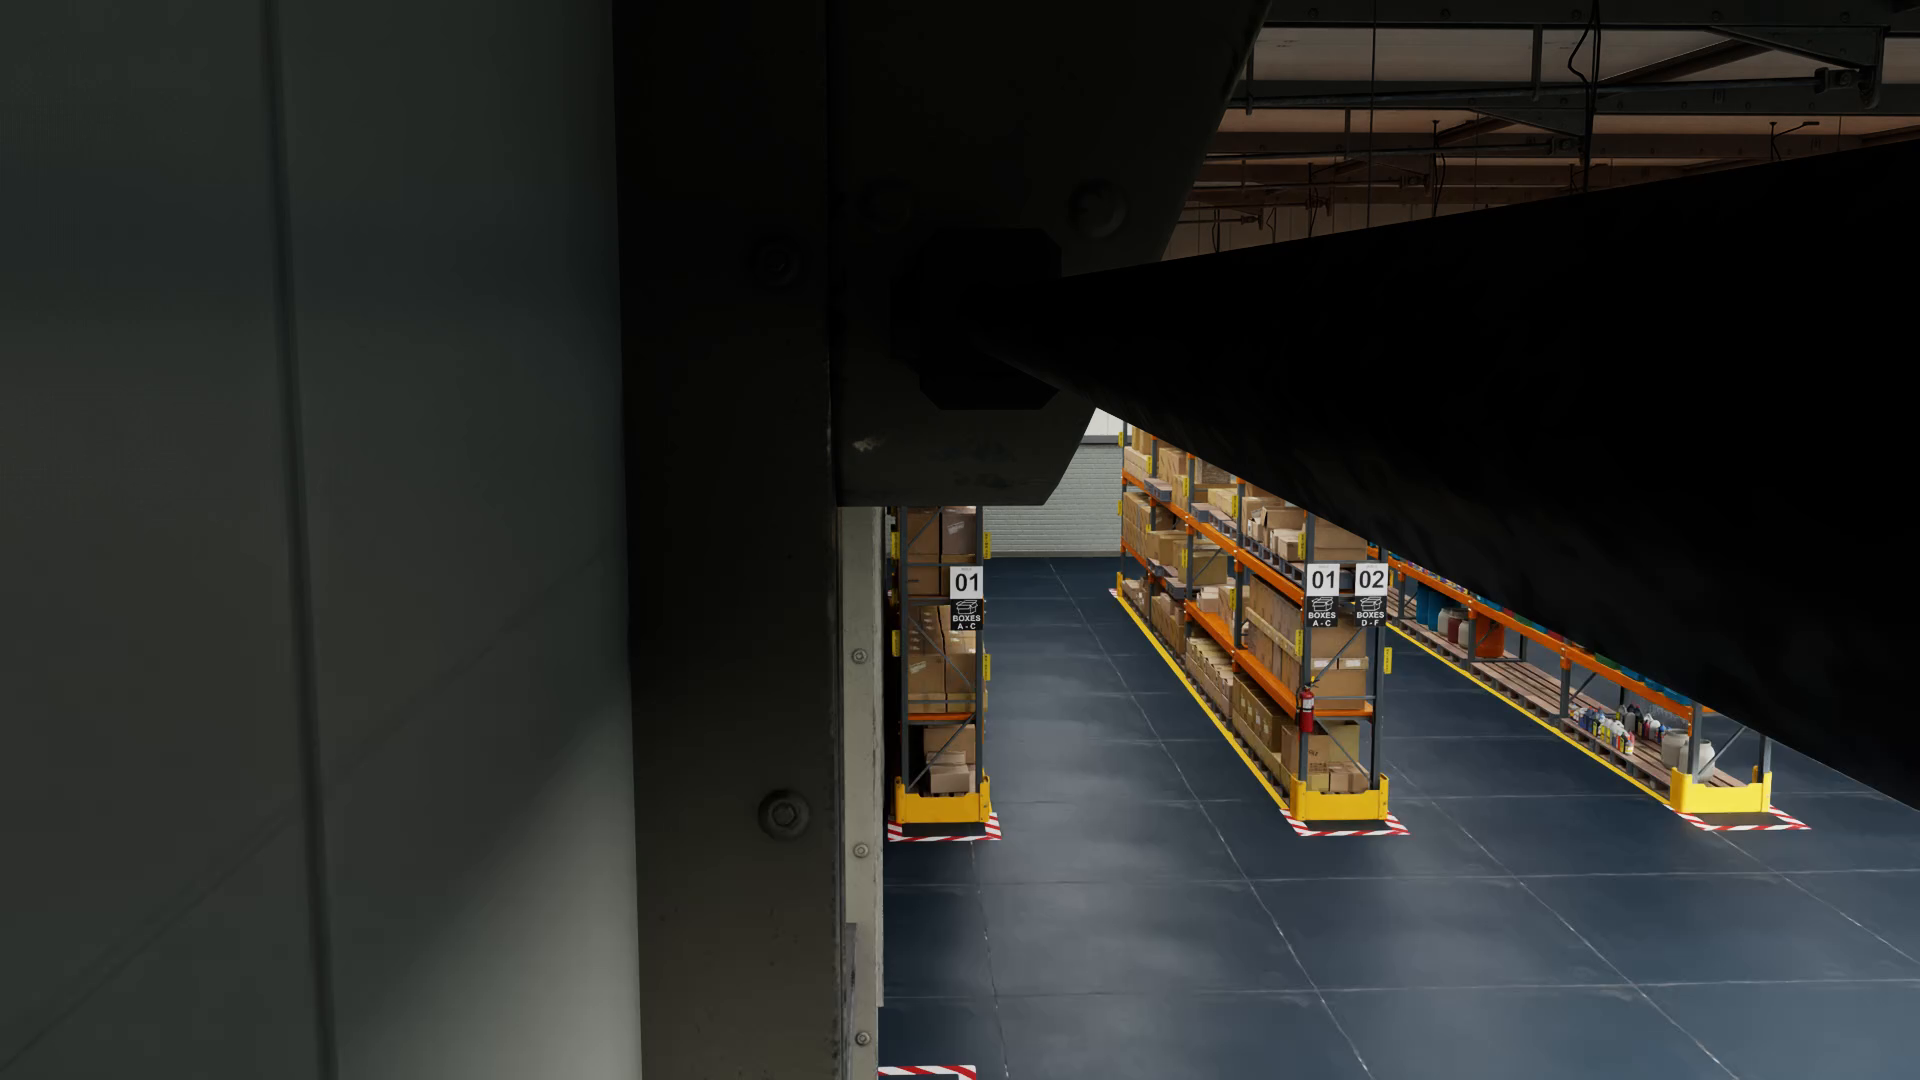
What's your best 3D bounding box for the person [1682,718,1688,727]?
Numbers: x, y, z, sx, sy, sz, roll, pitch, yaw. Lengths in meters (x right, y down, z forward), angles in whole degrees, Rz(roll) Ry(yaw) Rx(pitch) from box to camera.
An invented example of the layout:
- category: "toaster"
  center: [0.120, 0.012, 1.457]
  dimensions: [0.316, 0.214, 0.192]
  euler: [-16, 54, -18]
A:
- category: "person"
  center: [11.019, 2.022, 24.951]
  dimensions: [0.504, 1.712, 0.568]
  euler: [-1, 8, -8]
